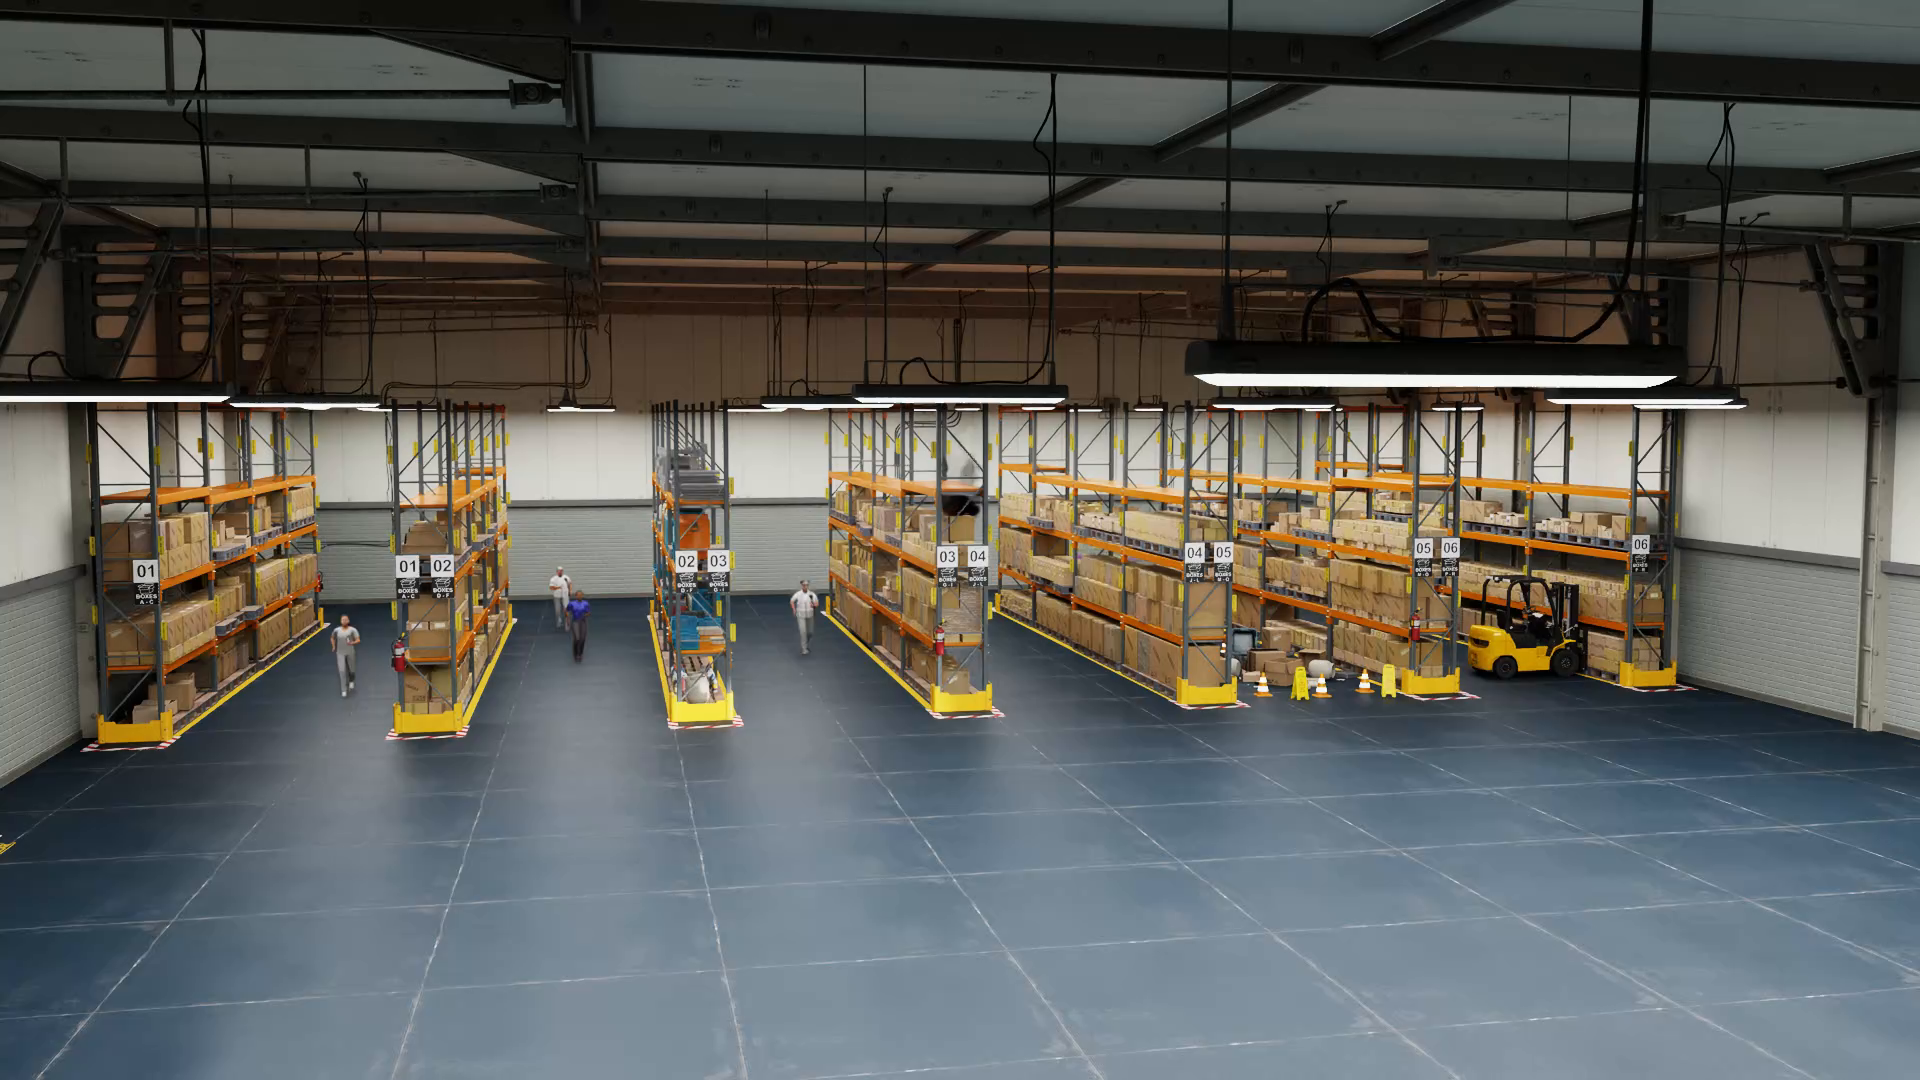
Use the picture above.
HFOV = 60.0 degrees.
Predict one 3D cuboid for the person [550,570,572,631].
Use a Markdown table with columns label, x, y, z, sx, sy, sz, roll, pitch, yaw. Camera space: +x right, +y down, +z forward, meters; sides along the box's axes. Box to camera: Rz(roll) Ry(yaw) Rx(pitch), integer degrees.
| label | x | y | z | sx | sy | sz | roll | pitch | yaw |
| --- | --- | --- | --- | --- | --- | --- | --- | --- | --- |
| person | -10.623 | 1.571 | 44.289 | 0.585 | 1.713 | 0.759 | -1 | 4 | -16 |

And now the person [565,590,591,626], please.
| label | x | y | z | sx | sy | sz | roll | pitch | yaw |
| --- | --- | --- | --- | --- | --- | --- | --- | --- | --- |
| person | -8.804 | 1.575 | 38.417 | 0.532 | 0.826 | 0.631 | -2 | 5 | -25 |

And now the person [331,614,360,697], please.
| label | x | y | z | sx | sy | sz | roll | pitch | yaw |
| --- | --- | --- | --- | --- | --- | --- | --- | --- | --- |
| person | -12.537 | 2.331 | 33.922 | 0.575 | 1.645 | 0.914 | -1 | 4 | -16 |

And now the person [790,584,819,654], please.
| label | x | y | z | sx | sy | sz | roll | pitch | yaw |
| --- | --- | --- | --- | --- | --- | --- | --- | --- | --- |
| person | -3.718 | 1.848 | 39.975 | 0.673 | 1.699 | 0.923 | -1 | 4 | -15 |
